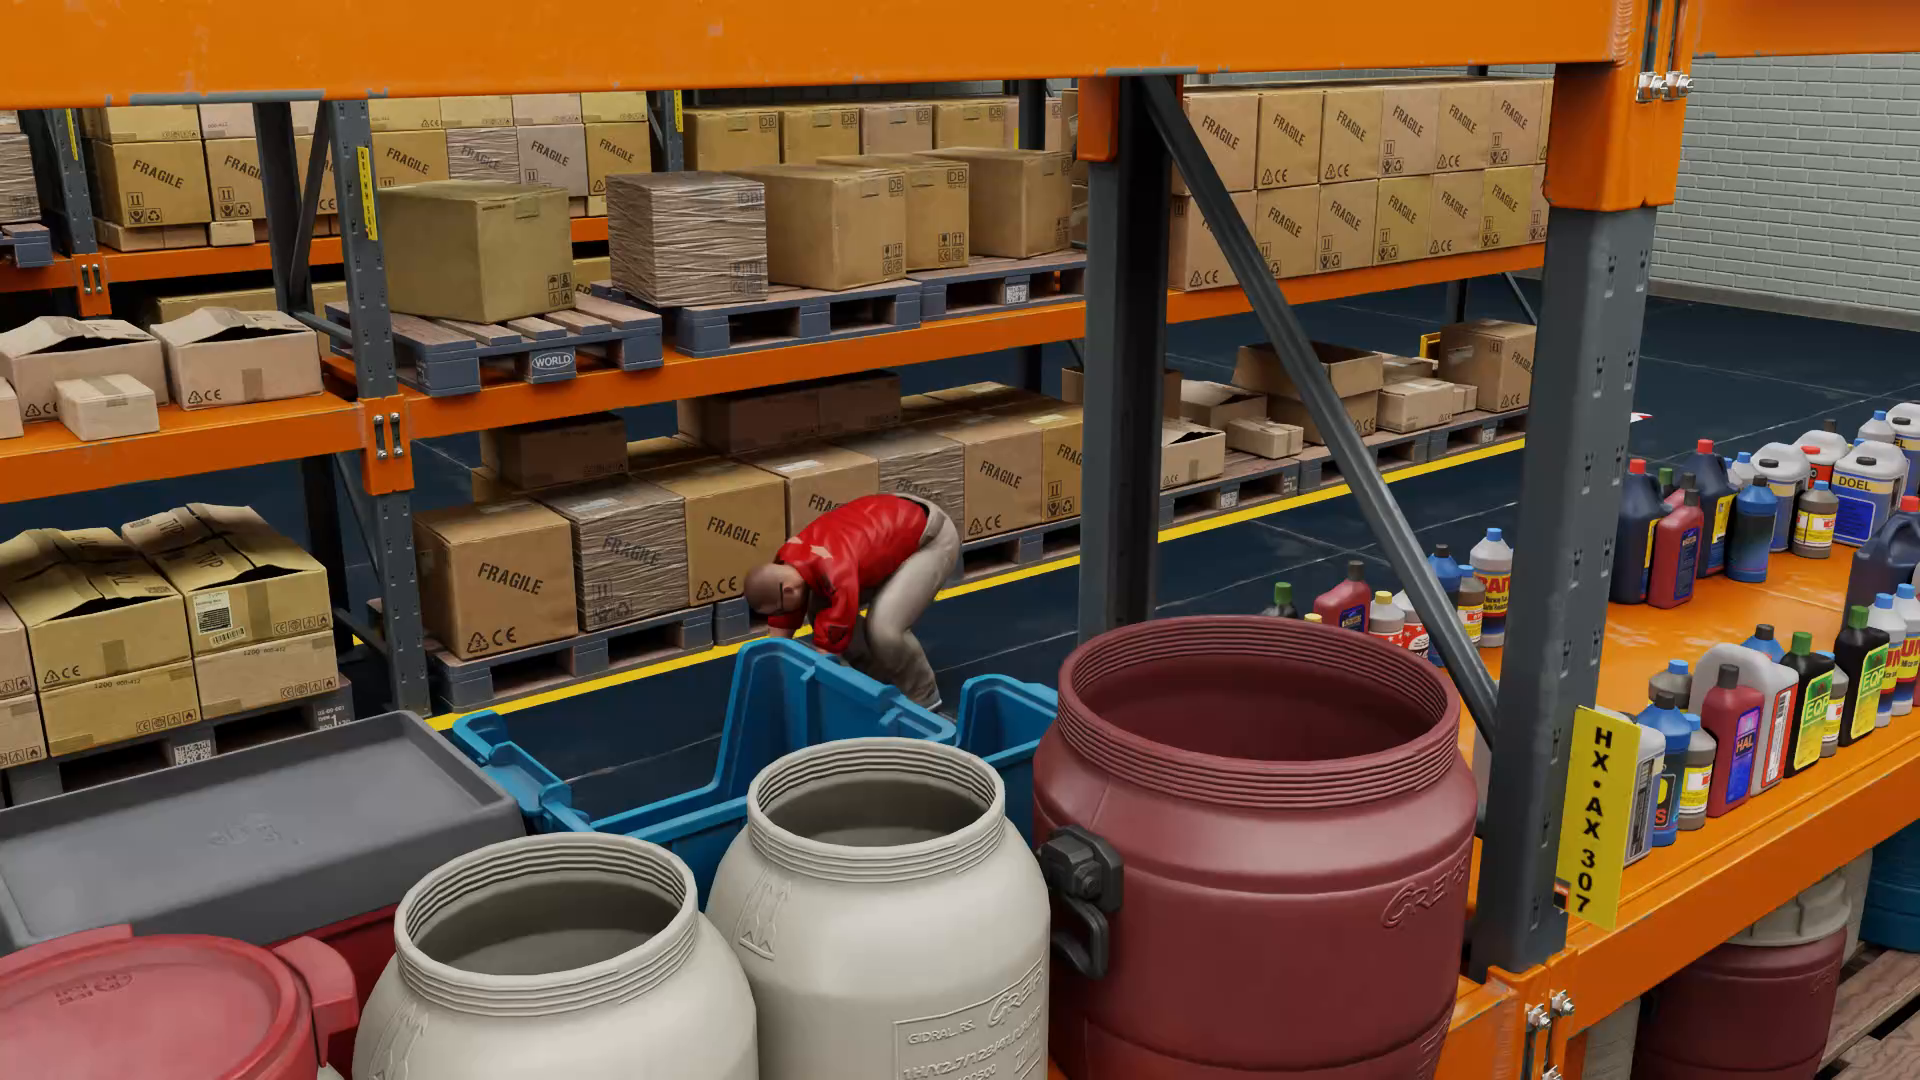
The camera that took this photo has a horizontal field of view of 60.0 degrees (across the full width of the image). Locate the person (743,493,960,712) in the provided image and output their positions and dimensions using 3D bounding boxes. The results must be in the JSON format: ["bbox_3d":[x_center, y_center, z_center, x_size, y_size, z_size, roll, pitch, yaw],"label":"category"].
[{"bbox_3d":[-0.430,0.298,6.551,0.957,0.884,0.544,-14,23,-38],"label":"person"}]
